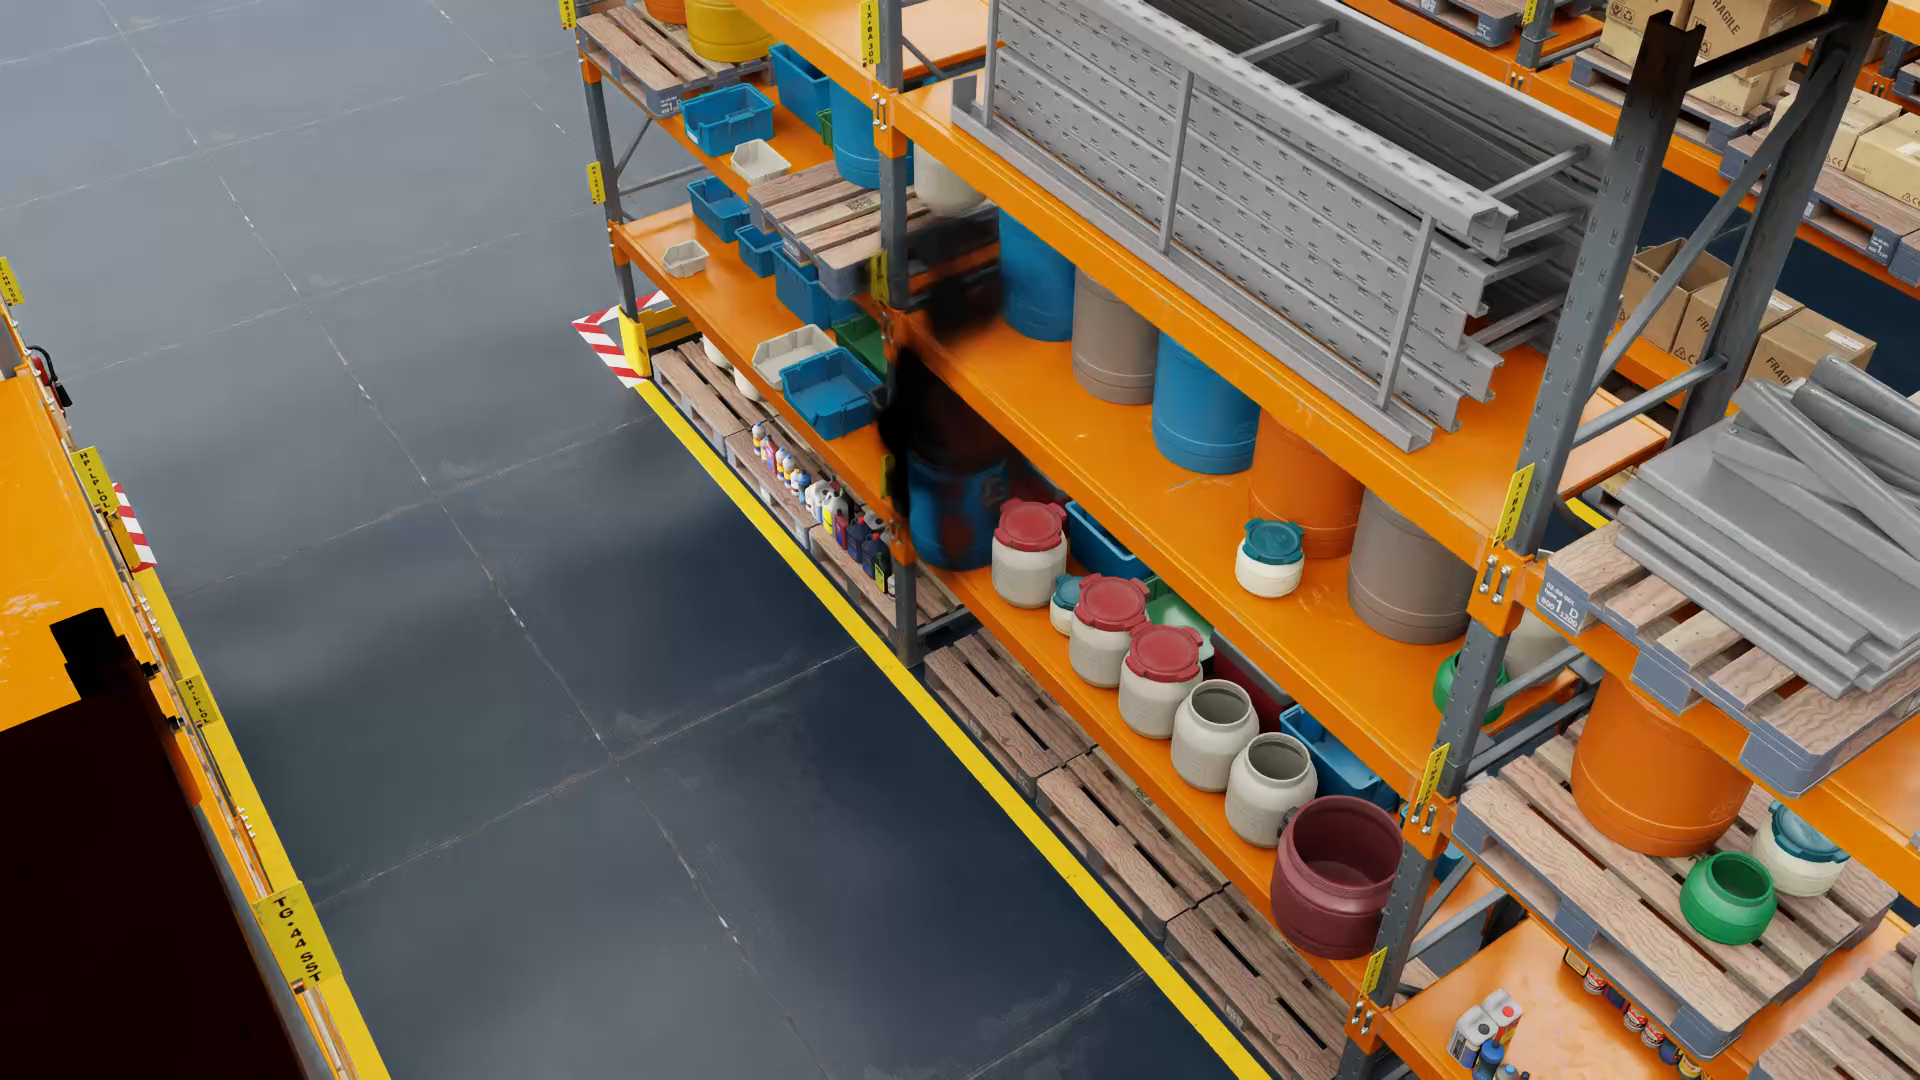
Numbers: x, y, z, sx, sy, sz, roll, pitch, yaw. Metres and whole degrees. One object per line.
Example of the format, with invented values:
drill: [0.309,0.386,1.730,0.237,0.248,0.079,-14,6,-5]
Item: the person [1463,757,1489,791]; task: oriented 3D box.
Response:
person: [2.842,0.774,9.467,0.556,1.505,0.989,-10,44,-11]
